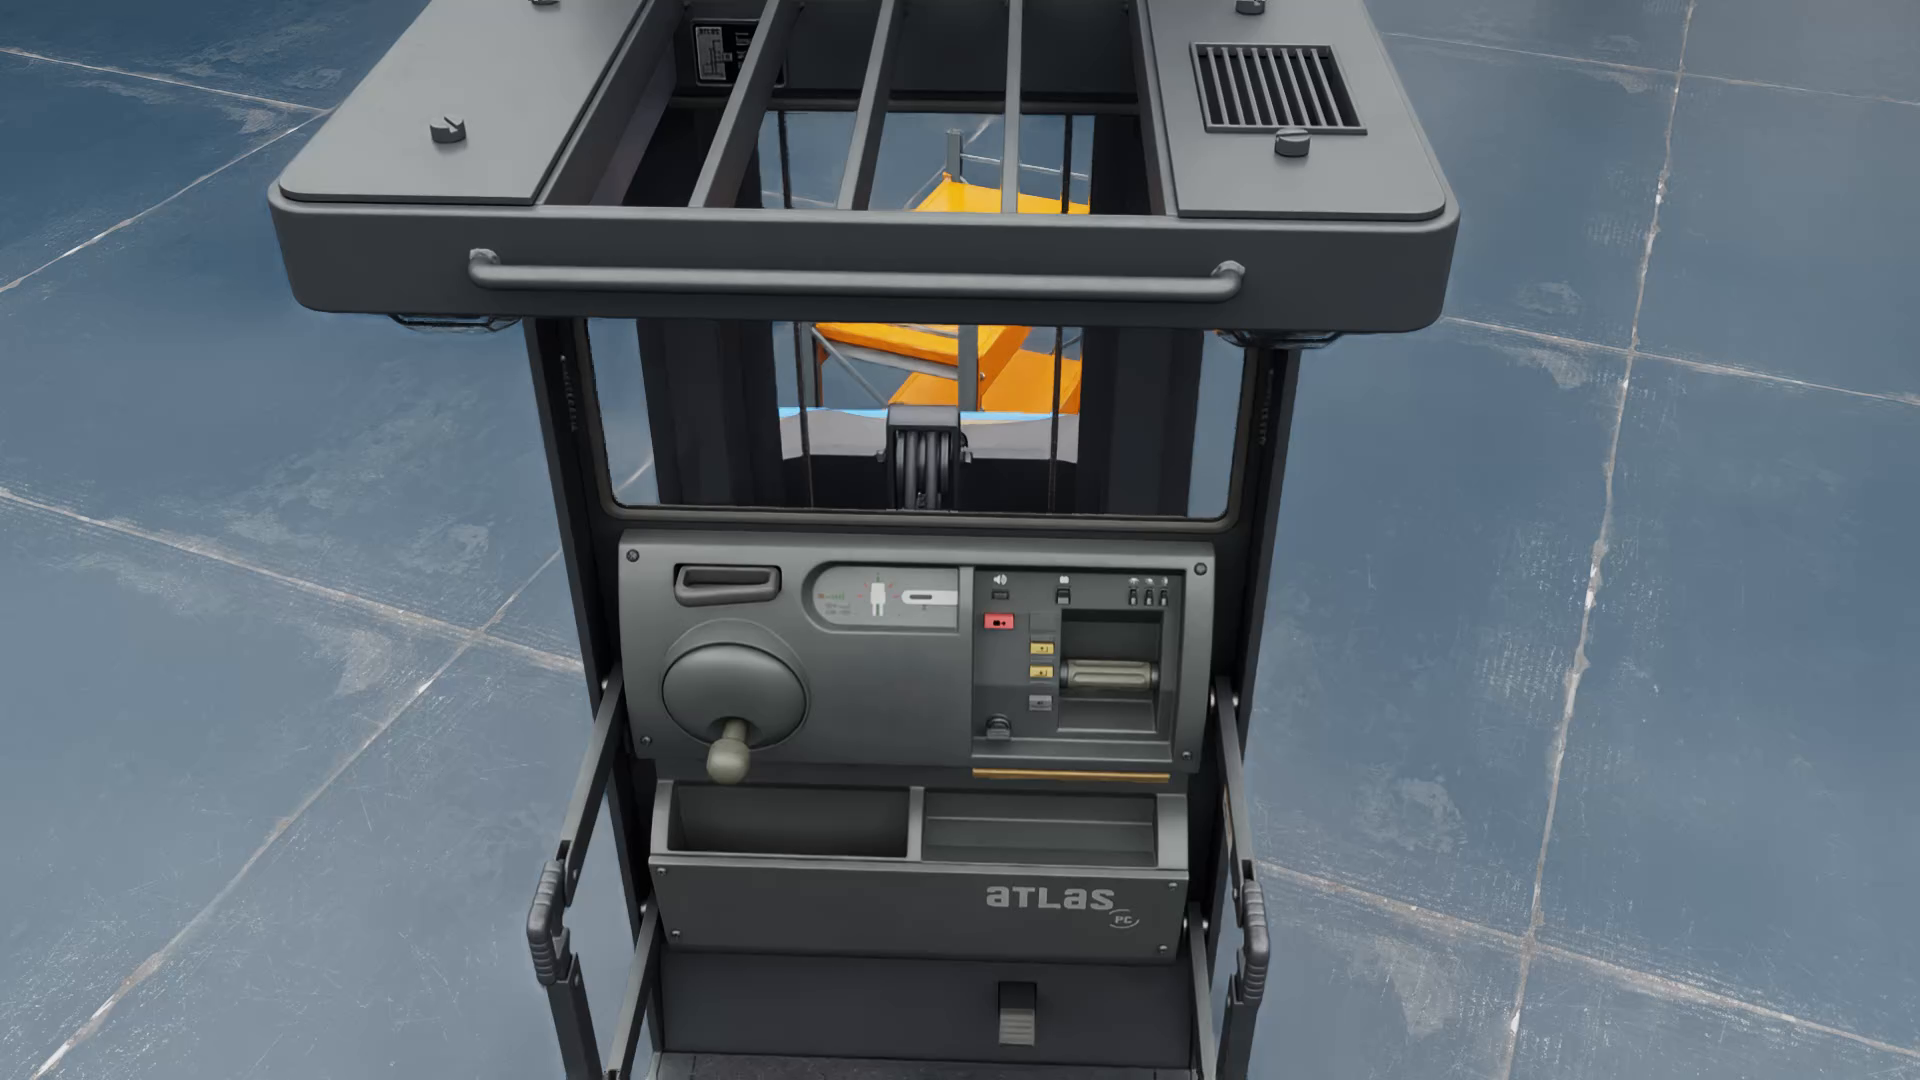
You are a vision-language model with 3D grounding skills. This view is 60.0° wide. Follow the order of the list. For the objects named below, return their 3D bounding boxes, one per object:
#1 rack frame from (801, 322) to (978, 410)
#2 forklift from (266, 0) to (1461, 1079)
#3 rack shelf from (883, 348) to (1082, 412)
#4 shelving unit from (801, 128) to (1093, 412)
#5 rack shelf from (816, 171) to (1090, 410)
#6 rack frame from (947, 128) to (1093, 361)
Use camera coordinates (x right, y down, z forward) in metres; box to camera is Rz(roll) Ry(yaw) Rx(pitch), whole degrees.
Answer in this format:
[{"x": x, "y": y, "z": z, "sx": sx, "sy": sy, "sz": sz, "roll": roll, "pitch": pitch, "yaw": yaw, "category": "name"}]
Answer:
[{"x": -0.191, "y": -0.173, "z": 4.542, "sx": 0.500, "sy": 1.125, "sz": 0.032, "roll": 14, "pitch": 39, "yaw": 18, "category": "rack frame"}, {"x": -0.077, "y": 0.260, "z": 2.453, "sx": 1.130, "sy": 2.935, "sz": 3.031, "roll": 1, "pitch": 37, "yaw": 2, "category": "forklift"}, {"x": 0.003, "y": -0.258, "z": 5.065, "sx": 0.538, "sy": 0.278, "sz": 1.000, "roll": 14, "pitch": 39, "yaw": 18, "category": "rack shelf"}, {"x": 0.003, "y": -0.454, "z": 4.918, "sx": 0.538, "sy": 1.125, "sz": 1.048, "roll": 14, "pitch": 39, "yaw": 18, "category": "shelving unit"}, {"x": 0.003, "y": -0.689, "z": 4.743, "sx": 0.538, "sy": 0.278, "sz": 1.000, "roll": 14, "pitch": 39, "yaw": 18, "category": "rack shelf"}, {"x": 0.196, "y": -0.736, "z": 5.295, "sx": 0.500, "sy": 1.125, "sz": 0.032, "roll": 14, "pitch": 39, "yaw": 18, "category": "rack frame"}]
